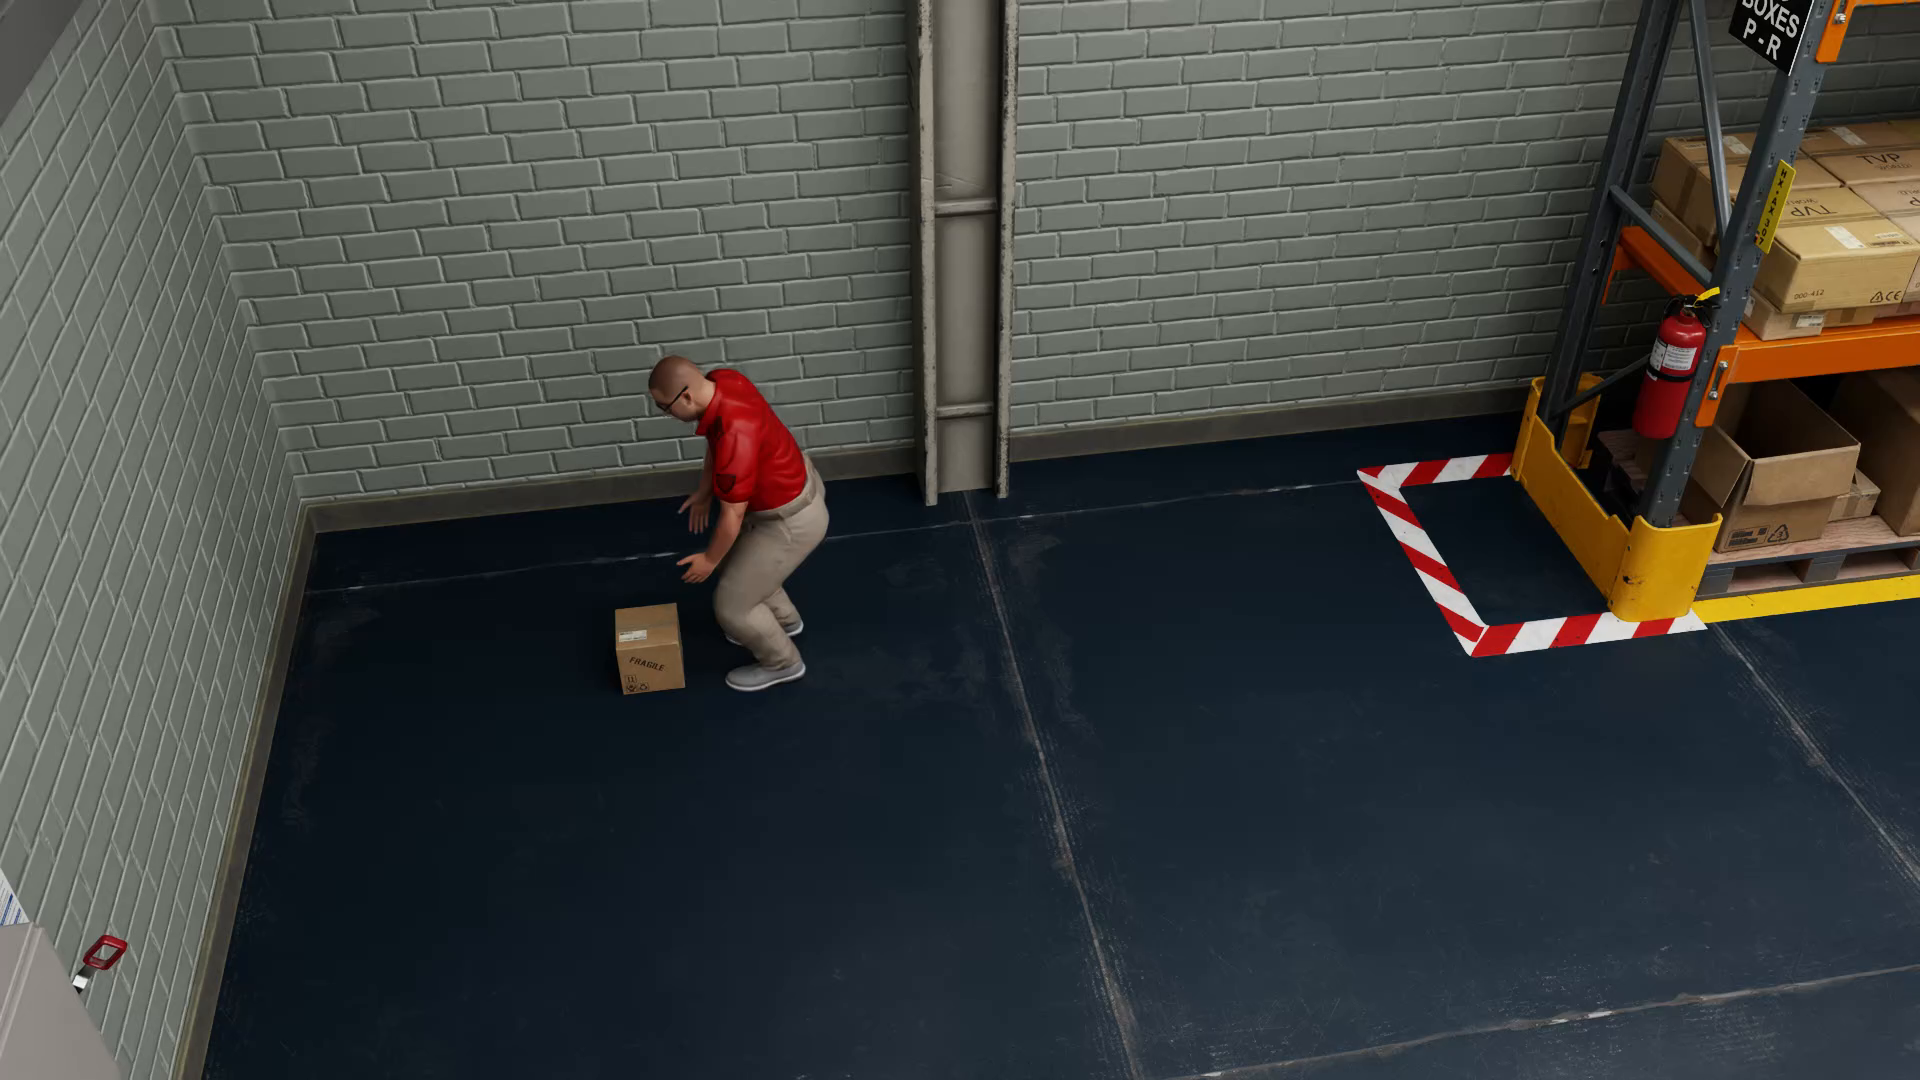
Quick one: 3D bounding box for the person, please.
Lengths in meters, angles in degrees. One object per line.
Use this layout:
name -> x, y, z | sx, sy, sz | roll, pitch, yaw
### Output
person -> -0.817, -0.079, 6.444 | 0.621, 1.519, 0.586 | -6, 39, -7
